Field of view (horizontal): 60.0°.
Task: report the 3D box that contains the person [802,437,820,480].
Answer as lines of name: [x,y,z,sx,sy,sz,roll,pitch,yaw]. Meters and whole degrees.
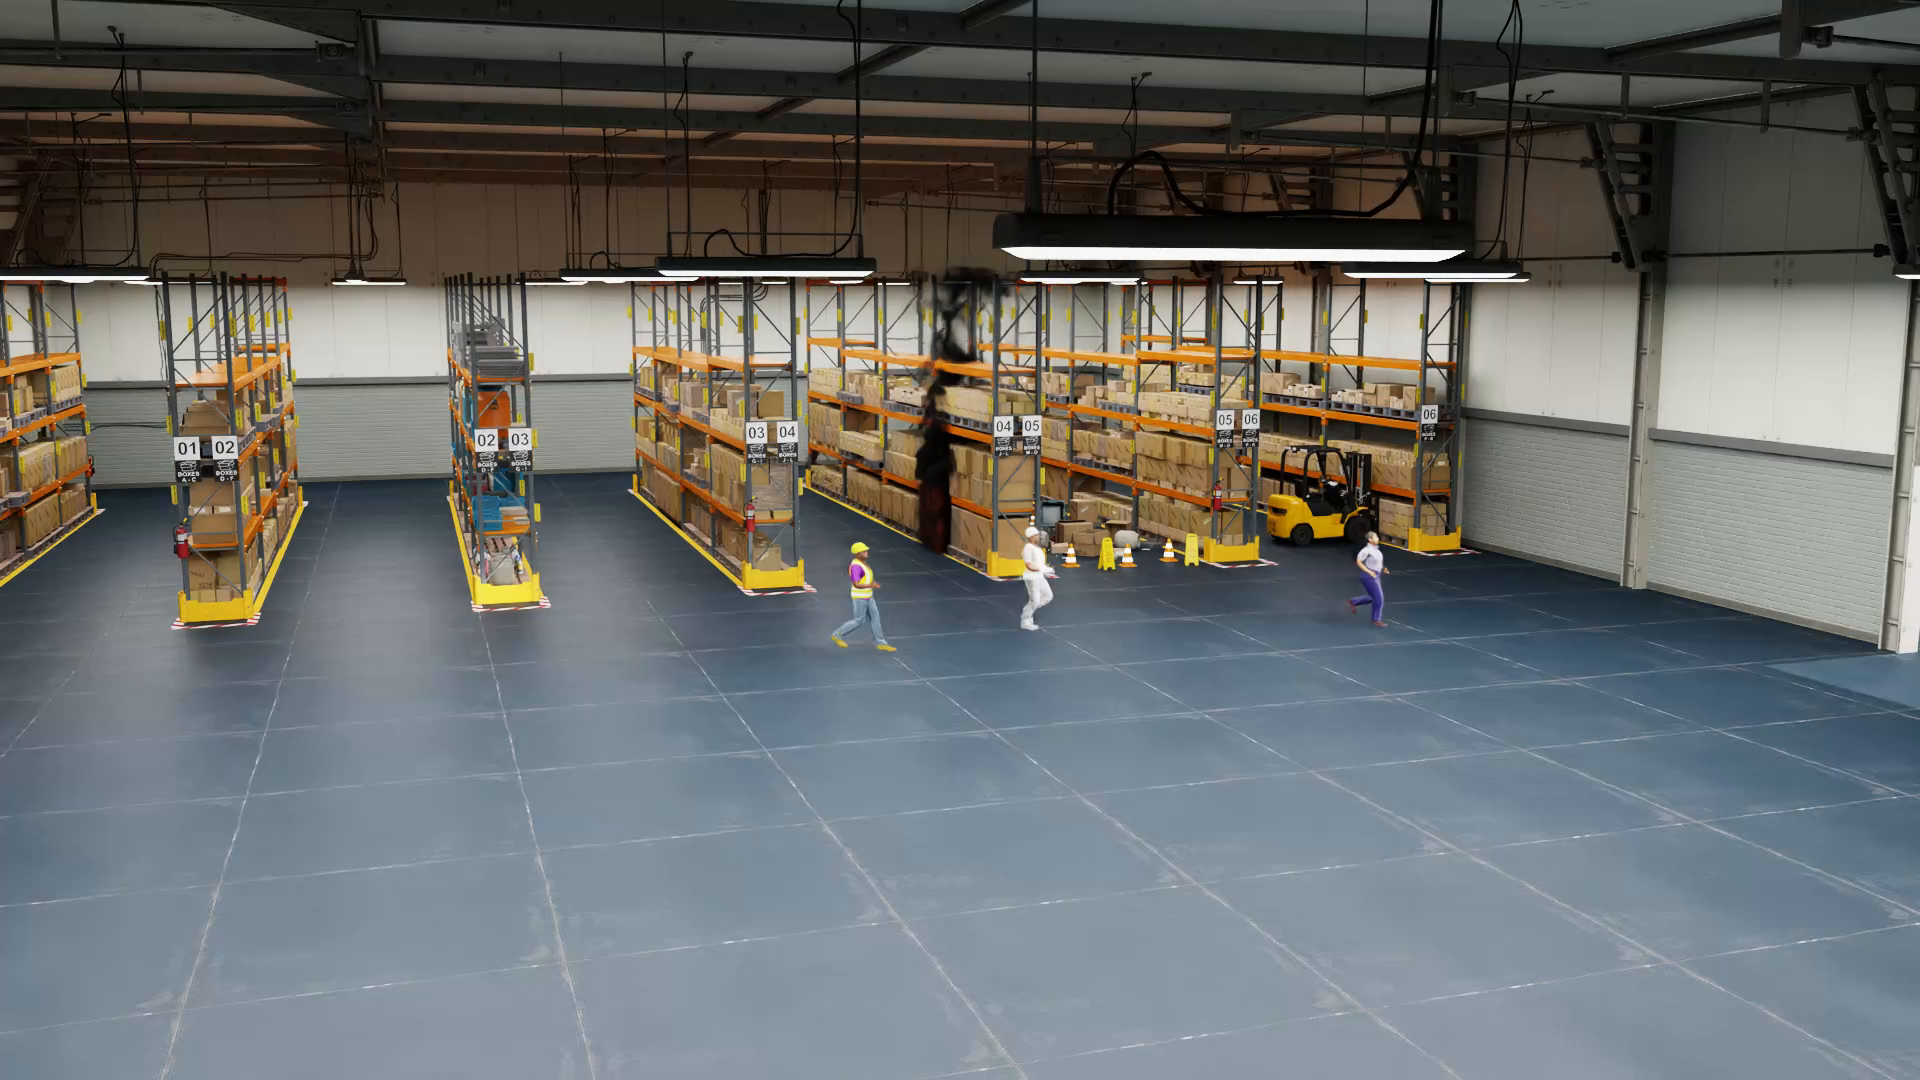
person: [-4.327,-2.613,49.790,0.735,1.673,0.757,-2,9,-12]

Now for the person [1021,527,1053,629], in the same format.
person: [1.294,0.642,28.028,0.600,1.739,0.673,3,9,19]

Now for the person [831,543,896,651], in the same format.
person: [-1.525,0.901,26.215,1.031,1.744,0.714,1,9,8]

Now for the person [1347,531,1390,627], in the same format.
person: [7.005,0.663,28.501,0.724,1.620,0.607,5,10,29]
